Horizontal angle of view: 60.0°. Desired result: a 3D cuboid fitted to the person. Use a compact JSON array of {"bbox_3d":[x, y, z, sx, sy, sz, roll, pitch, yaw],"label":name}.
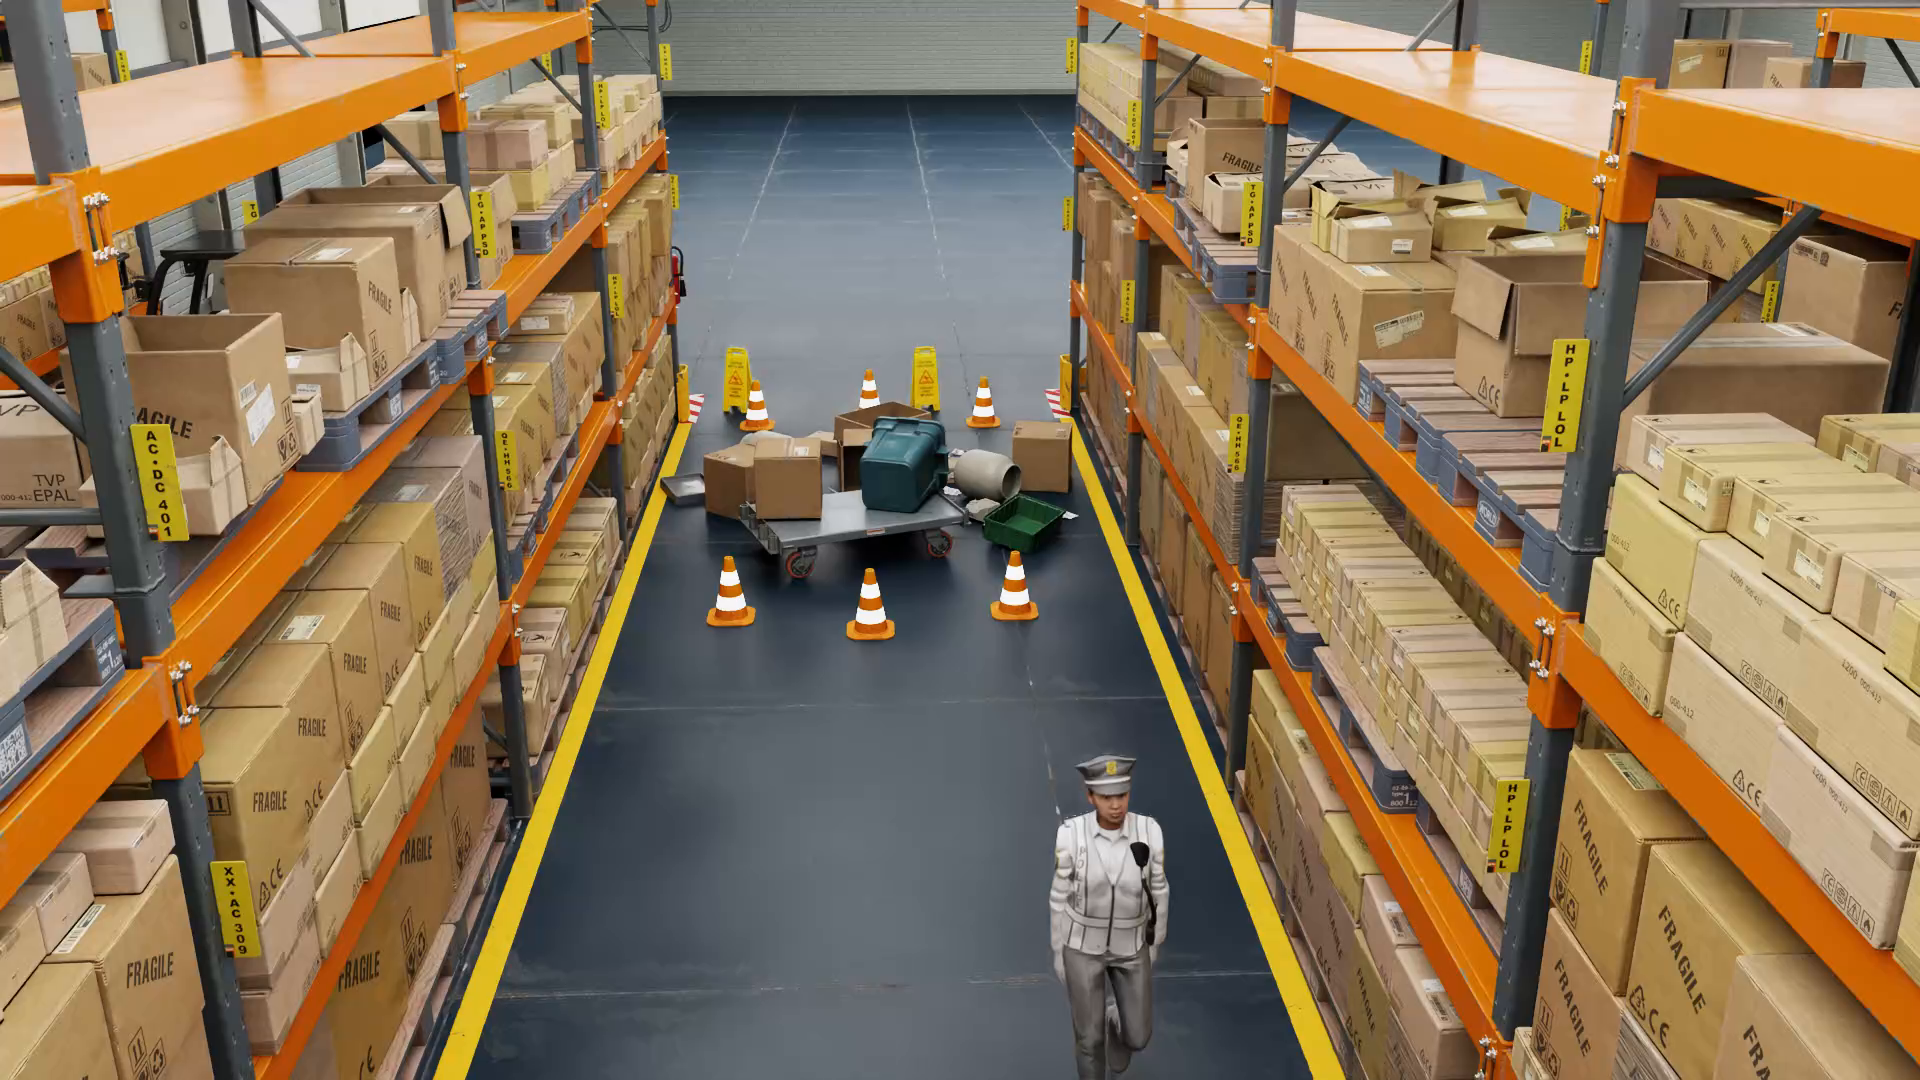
[{"bbox_3d":[0.598,1.602,6.702,0.485,1.675,0.562,0,21,-1],"label":"person"}]
